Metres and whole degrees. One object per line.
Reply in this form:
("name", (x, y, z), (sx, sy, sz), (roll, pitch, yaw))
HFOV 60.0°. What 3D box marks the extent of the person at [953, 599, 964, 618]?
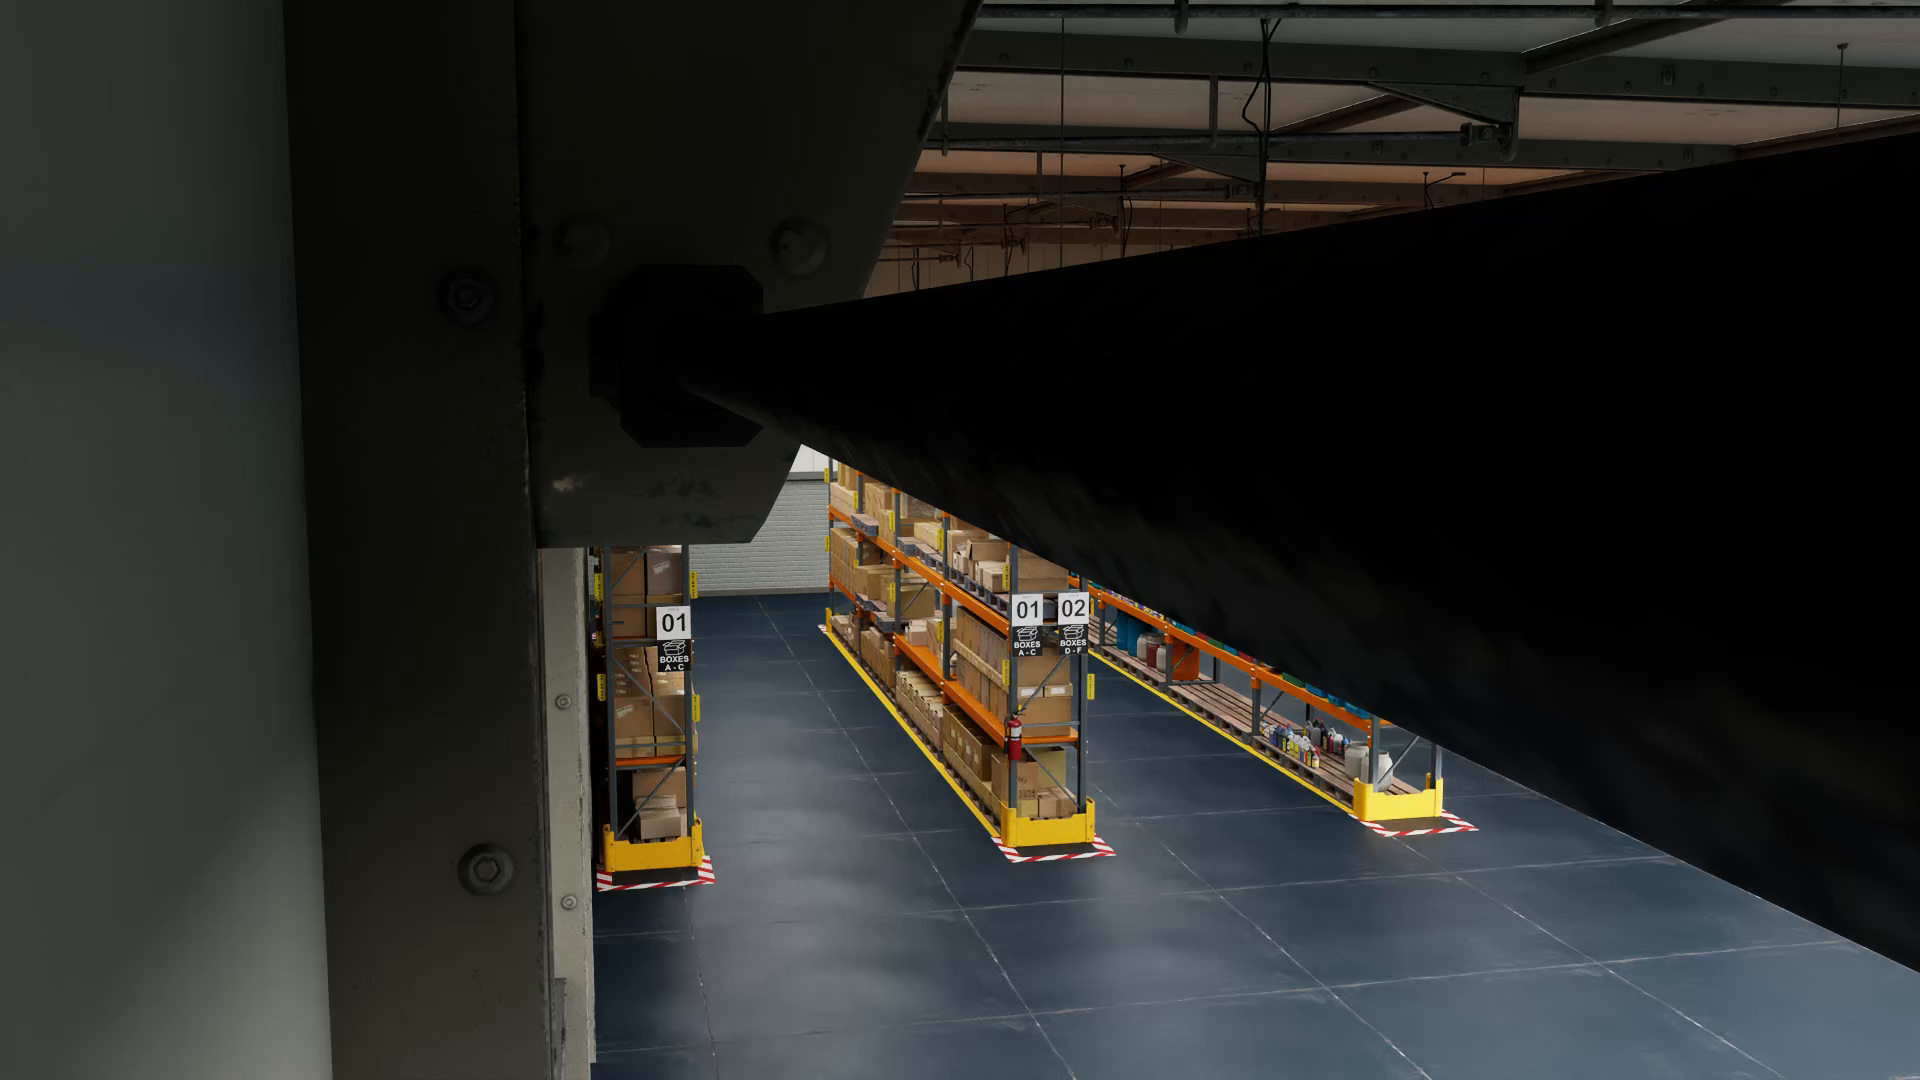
("person", (-0.001, 1.257, 35.300), (0.654, 1.741, 0.738), (-4, 8, -28))
